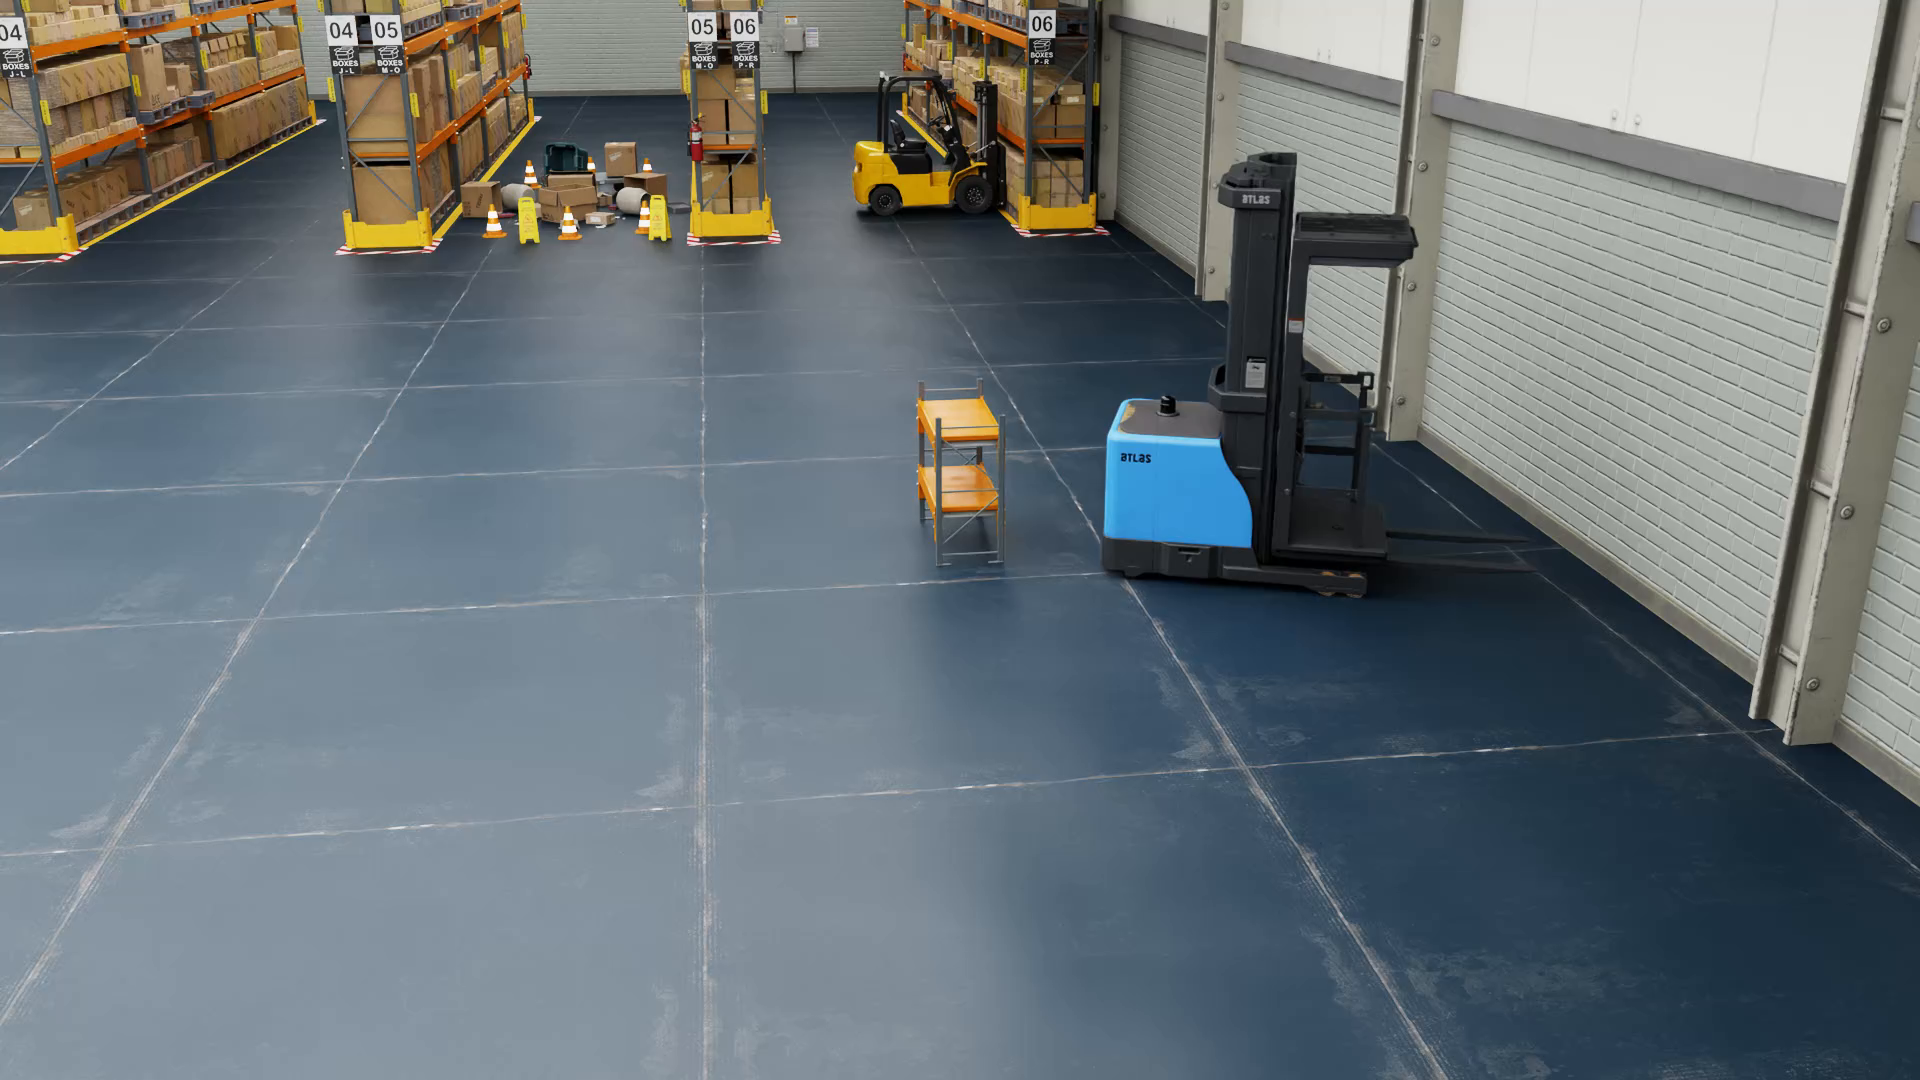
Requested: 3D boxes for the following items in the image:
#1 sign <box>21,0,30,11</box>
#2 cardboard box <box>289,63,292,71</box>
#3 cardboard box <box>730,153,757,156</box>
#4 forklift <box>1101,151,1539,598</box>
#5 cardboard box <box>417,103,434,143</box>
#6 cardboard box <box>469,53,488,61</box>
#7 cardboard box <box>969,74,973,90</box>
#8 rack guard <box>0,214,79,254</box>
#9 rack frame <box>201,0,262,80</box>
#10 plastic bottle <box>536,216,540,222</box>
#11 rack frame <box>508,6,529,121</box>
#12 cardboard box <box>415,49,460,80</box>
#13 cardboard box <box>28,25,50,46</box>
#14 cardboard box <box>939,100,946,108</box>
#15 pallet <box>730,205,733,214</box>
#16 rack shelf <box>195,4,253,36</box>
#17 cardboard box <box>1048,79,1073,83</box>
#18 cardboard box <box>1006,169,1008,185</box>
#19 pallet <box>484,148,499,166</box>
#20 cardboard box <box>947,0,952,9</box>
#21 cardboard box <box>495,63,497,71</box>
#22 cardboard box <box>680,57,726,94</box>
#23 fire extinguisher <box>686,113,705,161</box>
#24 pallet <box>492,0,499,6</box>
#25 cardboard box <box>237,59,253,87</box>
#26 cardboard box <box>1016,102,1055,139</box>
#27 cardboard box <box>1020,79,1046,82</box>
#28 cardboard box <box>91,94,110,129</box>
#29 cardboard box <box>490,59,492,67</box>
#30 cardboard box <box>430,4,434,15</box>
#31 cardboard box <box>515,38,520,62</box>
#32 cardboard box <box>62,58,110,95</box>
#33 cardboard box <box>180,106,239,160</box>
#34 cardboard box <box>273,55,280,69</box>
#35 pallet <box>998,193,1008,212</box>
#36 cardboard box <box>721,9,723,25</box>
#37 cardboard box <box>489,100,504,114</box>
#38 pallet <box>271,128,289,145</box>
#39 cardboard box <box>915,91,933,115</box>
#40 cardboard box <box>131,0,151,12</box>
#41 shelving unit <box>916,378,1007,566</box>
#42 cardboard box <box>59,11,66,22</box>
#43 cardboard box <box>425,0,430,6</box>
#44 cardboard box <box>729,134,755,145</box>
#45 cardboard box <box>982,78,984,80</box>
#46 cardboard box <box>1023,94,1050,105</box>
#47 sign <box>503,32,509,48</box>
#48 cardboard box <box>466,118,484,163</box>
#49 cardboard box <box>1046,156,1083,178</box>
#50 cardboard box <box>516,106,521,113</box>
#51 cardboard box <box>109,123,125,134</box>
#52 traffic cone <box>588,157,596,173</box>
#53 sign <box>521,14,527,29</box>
[{"bbox_3d":[-12.687,-7.337,22.536,0.100,0.325,0.005,-3,21,-8],"label":"sign"},{"bbox_3d":[-15.004,-10.456,36.784,0.380,0.149,0.250,-3,21,-9],"label":"cardboard box"},{"bbox_3d":[-3.408,-5.911,26.512,0.500,0.500,0.500,-3,21,-7],"label":"cardboard box"},{"bbox_3d":[2.592,-1.171,11.662,3.031,2.935,1.130,4,21,11],"label":"forklift"},{"bbox_3d":[-8.456,-6.296,25.071,0.875,0.550,0.550,-3,21,-8],"label":"cardboard box"},{"bbox_3d":[-9.552,-9.549,32.903,0.380,0.149,0.250,-3,21,-9],"label":"cardboard box"},{"bbox_3d":[0.445,-8.307,30.170,0.500,0.250,0.500,-3,21,-7],"label":"cardboard box"},{"bbox_3d":[-13.234,-4.350,23.648,1.175,0.500,0.348,-3,21,-8],"label":"rack guard"},{"bbox_3d":[-14.953,-9.649,34.264,1.000,3.000,0.127,-3,21,-8],"label":"rack frame"},{"bbox_3d":[-6.723,-5.062,26.182,0.133,0.061,0.283,-11,23,-26],"label":"plastic bottle"},{"bbox_3d":[-10.607,-11.249,38.549,1.000,3.000,0.127,-3,21,-8],"label":"rack frame"},{"bbox_3d":[-9.175,-8.309,29.105,0.700,0.500,0.500,-3,21,-8],"label":"cardboard box"},{"bbox_3d":[-13.037,-7.009,23.123,0.500,0.250,0.500,-2,21,-6],"label":"cardboard box"},{"bbox_3d":[-0.230,-9.230,35.187,0.380,0.149,0.250,-3,21,-8],"label":"cardboard box"},{"bbox_3d":[-3.510,-4.997,25.795,1.003,0.211,1.213,-3,21,-8],"label":"pallet"},{"bbox_3d":[-14.665,-10.025,32.011,1.077,0.370,4.000,-3,21,-8],"label":"rack shelf"},{"bbox_3d":[1.580,-7.133,26.031,0.380,0.149,0.250,-3,21,-7],"label":"cardboard box"},{"bbox_3d":[0.958,-5.894,26.824,0.500,0.250,0.500,-3,21,-9],"label":"cardboard box"},{"bbox_3d":[-9.565,-7.444,32.345,1.003,0.211,1.213,-3,21,-8],"label":"pallet"},{"bbox_3d":[0.027,-10.516,32.513,0.500,0.250,0.500,-4,21,-10],"label":"cardboard box"},{"bbox_3d":[-9.739,-9.726,34.229,0.380,0.149,0.250,-3,21,-7],"label":"cardboard box"},{"bbox_3d":[-3.948,-7.162,25.607,0.700,0.500,0.500,-3,21,-8],"label":"cardboard box"},{"bbox_3d":[-3.857,-5.895,24.324,0.296,0.674,0.183,-3,21,-8],"label":"fire extinguisher"},{"bbox_3d":[-10.047,-10.963,33.762,1.213,0.211,1.003,-3,21,-8],"label":"pallet"},{"bbox_3d":[-14.551,-9.376,33.391,0.500,0.500,0.500,-2,21,-6],"label":"cardboard box"},{"bbox_3d":[1.164,-6.450,25.556,0.500,0.500,0.500,-3,21,-9],"label":"cardboard box"},{"bbox_3d":[1.141,-7.113,25.977,0.380,0.149,0.250,-3,21,-7],"label":"cardboard box"},{"bbox_3d":[-13.587,-6.564,25.435,0.875,0.500,0.500,-3,21,-8],"label":"cardboard box"},{"bbox_3d":[-9.626,-9.593,33.448,0.380,0.149,0.250,-4,21,-11],"label":"cardboard box"},{"bbox_3d":[-8.396,-8.251,25.848,0.380,0.149,0.250,-3,21,-8],"label":"cardboard box"},{"bbox_3d":[-10.136,-10.939,37.150,0.500,0.500,0.500,-3,21,-8],"label":"cardboard box"},{"bbox_3d":[-13.318,-7.046,25.297,0.500,0.500,0.500,-3,21,-8],"label":"cardboard box"},{"bbox_3d":[-14.456,-7.706,31.497,1.225,0.875,0.875,-4,21,-10],"label":"cardboard box"},{"bbox_3d":[-14.909,-10.246,35.651,0.500,0.250,0.500,-2,21,-6],"label":"cardboard box"},{"bbox_3d":[1.170,-5.624,27.472,1.003,0.211,1.213,-3,21,-8],"label":"pallet"},{"bbox_3d":[-3.388,-8.009,25.374,0.500,0.250,0.500,-2,21,-6],"label":"cardboard box"},{"bbox_3d":[-9.612,-8.818,33.939,0.500,0.250,0.500,-2,21,-5],"label":"cardboard box"},{"bbox_3d":[-14.985,-8.610,35.468,1.003,0.211,1.213,-3,21,-8],"label":"pallet"},{"bbox_3d":[-0.756,-10.109,38.467,0.500,0.500,0.500,-3,21,-7],"label":"cardboard box"},{"bbox_3d":[-13.907,-9.024,27.554,0.797,0.503,0.637,-2,21,-6],"label":"cardboard box"},{"bbox_3d":[-0.001,-0.529,12.526,0.538,1.125,1.048,-3,21,-8],"label":"shelving unit"},{"bbox_3d":[-13.188,-7.575,24.069,0.380,0.149,0.250,-4,21,-10],"label":"cardboard box"},{"bbox_3d":[-8.410,-8.307,25.429,0.500,0.250,0.500,-3,21,-8],"label":"cardboard box"},{"bbox_3d":[-3.261,-6.005,24.865,0.380,0.149,0.250,-3,21,-8],"label":"cardboard box"},{"bbox_3d":[0.594,-8.177,29.253,0.380,0.149,0.250,-3,21,-9],"label":"cardboard box"},{"bbox_3d":[1.167,-6.703,25.305,0.380,0.149,0.250,-3,21,-7],"label":"cardboard box"},{"bbox_3d":[-9.482,-10.436,34.716,0.100,0.325,0.005,-3,21,-8],"label":"sign"},{"bbox_3d":[-9.455,-7.407,30.876,1.050,0.750,0.750,-3,21,-8],"label":"cardboard box"},{"bbox_3d":[1.612,-5.799,25.856,0.500,0.250,0.500,-3,21,-9],"label":"cardboard box"},{"bbox_3d":[-10.066,-9.634,37.271,0.380,0.149,0.250,-2,21,-5],"label":"cardboard box"},{"bbox_3d":[-13.329,-6.445,26.043,0.380,0.149,0.250,-3,21,-8],"label":"cardboard box"},{"bbox_3d":[-6.589,-6.600,29.725,0.336,0.463,0.334,-3,21,-8],"label":"traffic cone"},{"bbox_3d":[-10.055,-11.961,38.347,0.100,0.325,0.005,-3,21,-8],"label":"sign"}]
